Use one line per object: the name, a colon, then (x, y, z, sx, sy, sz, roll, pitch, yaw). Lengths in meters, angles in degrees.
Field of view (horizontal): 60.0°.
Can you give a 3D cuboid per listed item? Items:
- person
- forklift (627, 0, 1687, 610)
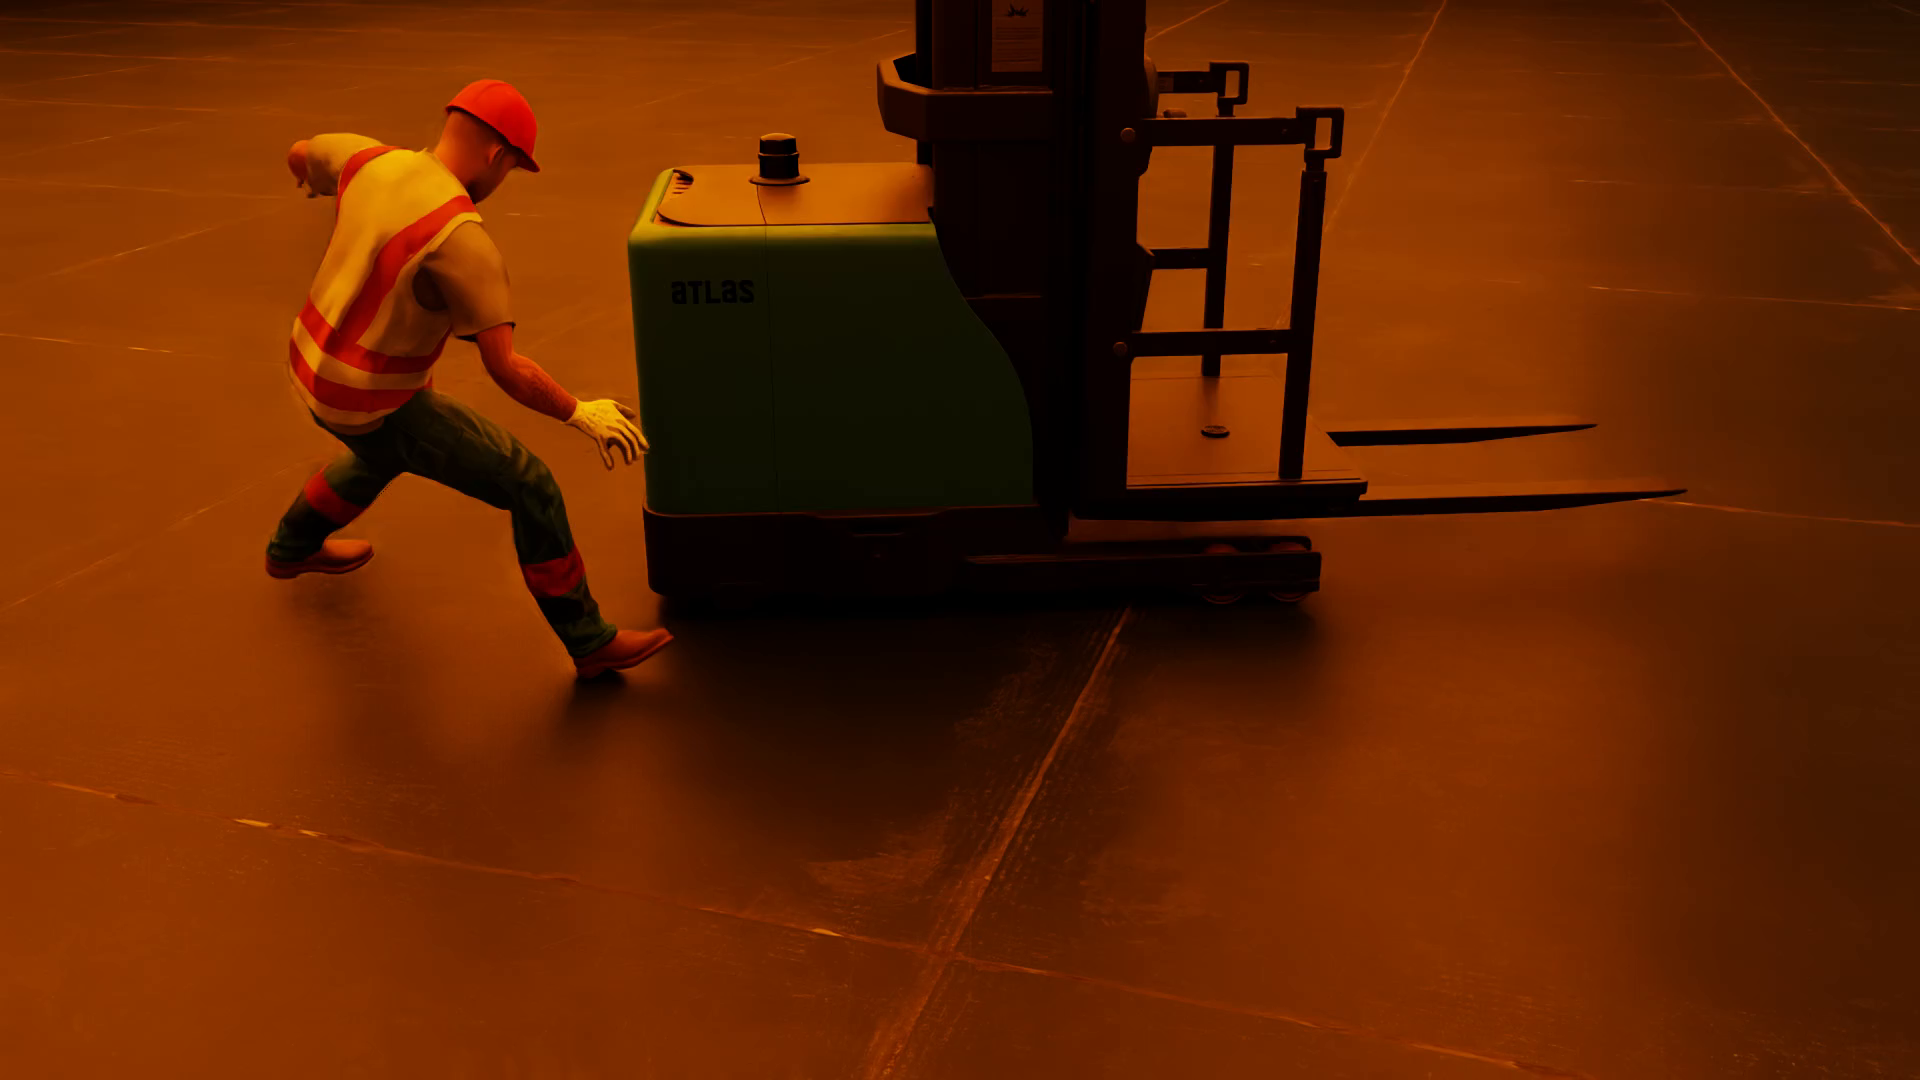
person: (-1.358, -0.421, 4.249, 0.733, 1.476, 1.260, -15, 27, -32)
forklift: (0.606, -1.374, 4.608, 3.031, 2.935, 1.130, -2, 23, -4)
